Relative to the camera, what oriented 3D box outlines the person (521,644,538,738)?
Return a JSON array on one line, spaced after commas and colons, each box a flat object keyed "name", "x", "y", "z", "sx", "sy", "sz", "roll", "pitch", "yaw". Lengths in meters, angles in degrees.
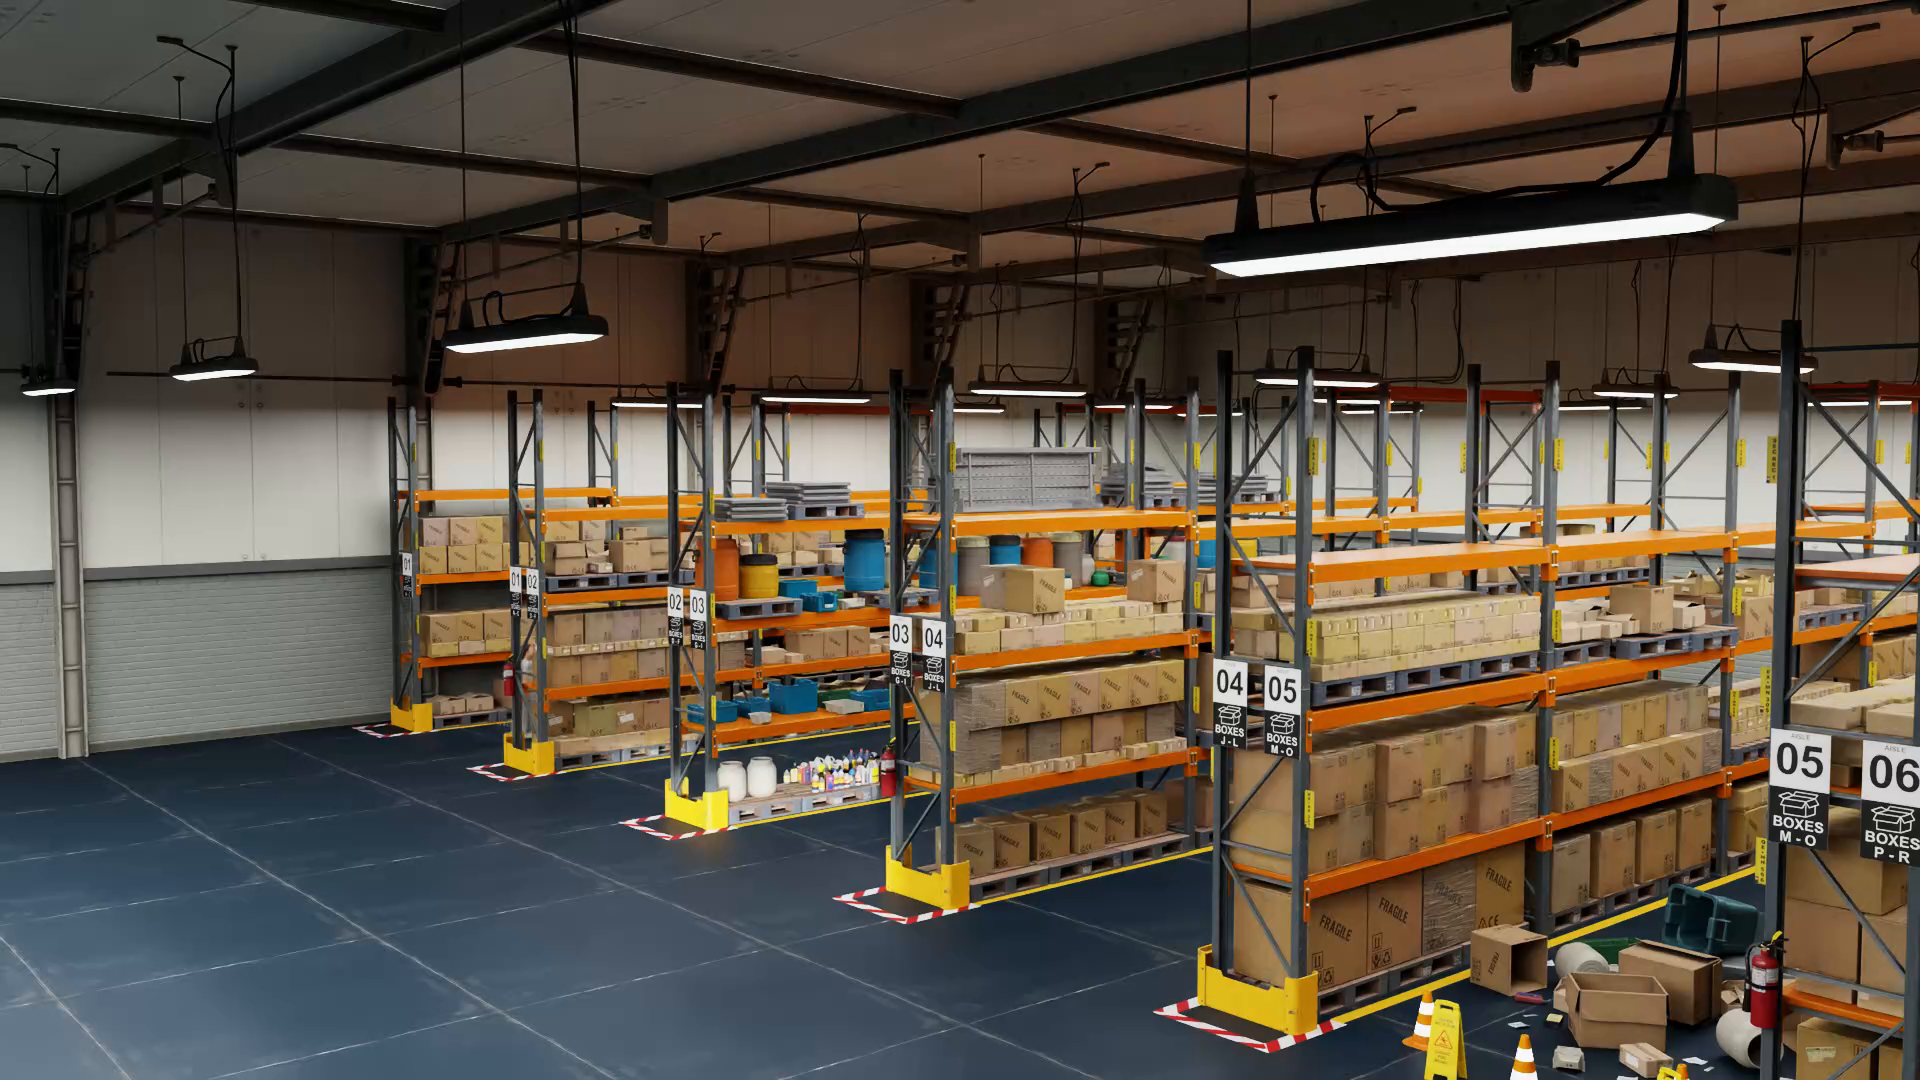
[{"name": "person", "x": -7.463, "y": 2.661, "z": 28.946, "sx": 0.565, "sy": 1.724, "sz": 0.452, "roll": -1, "pitch": 3, "yaw": -17}]
